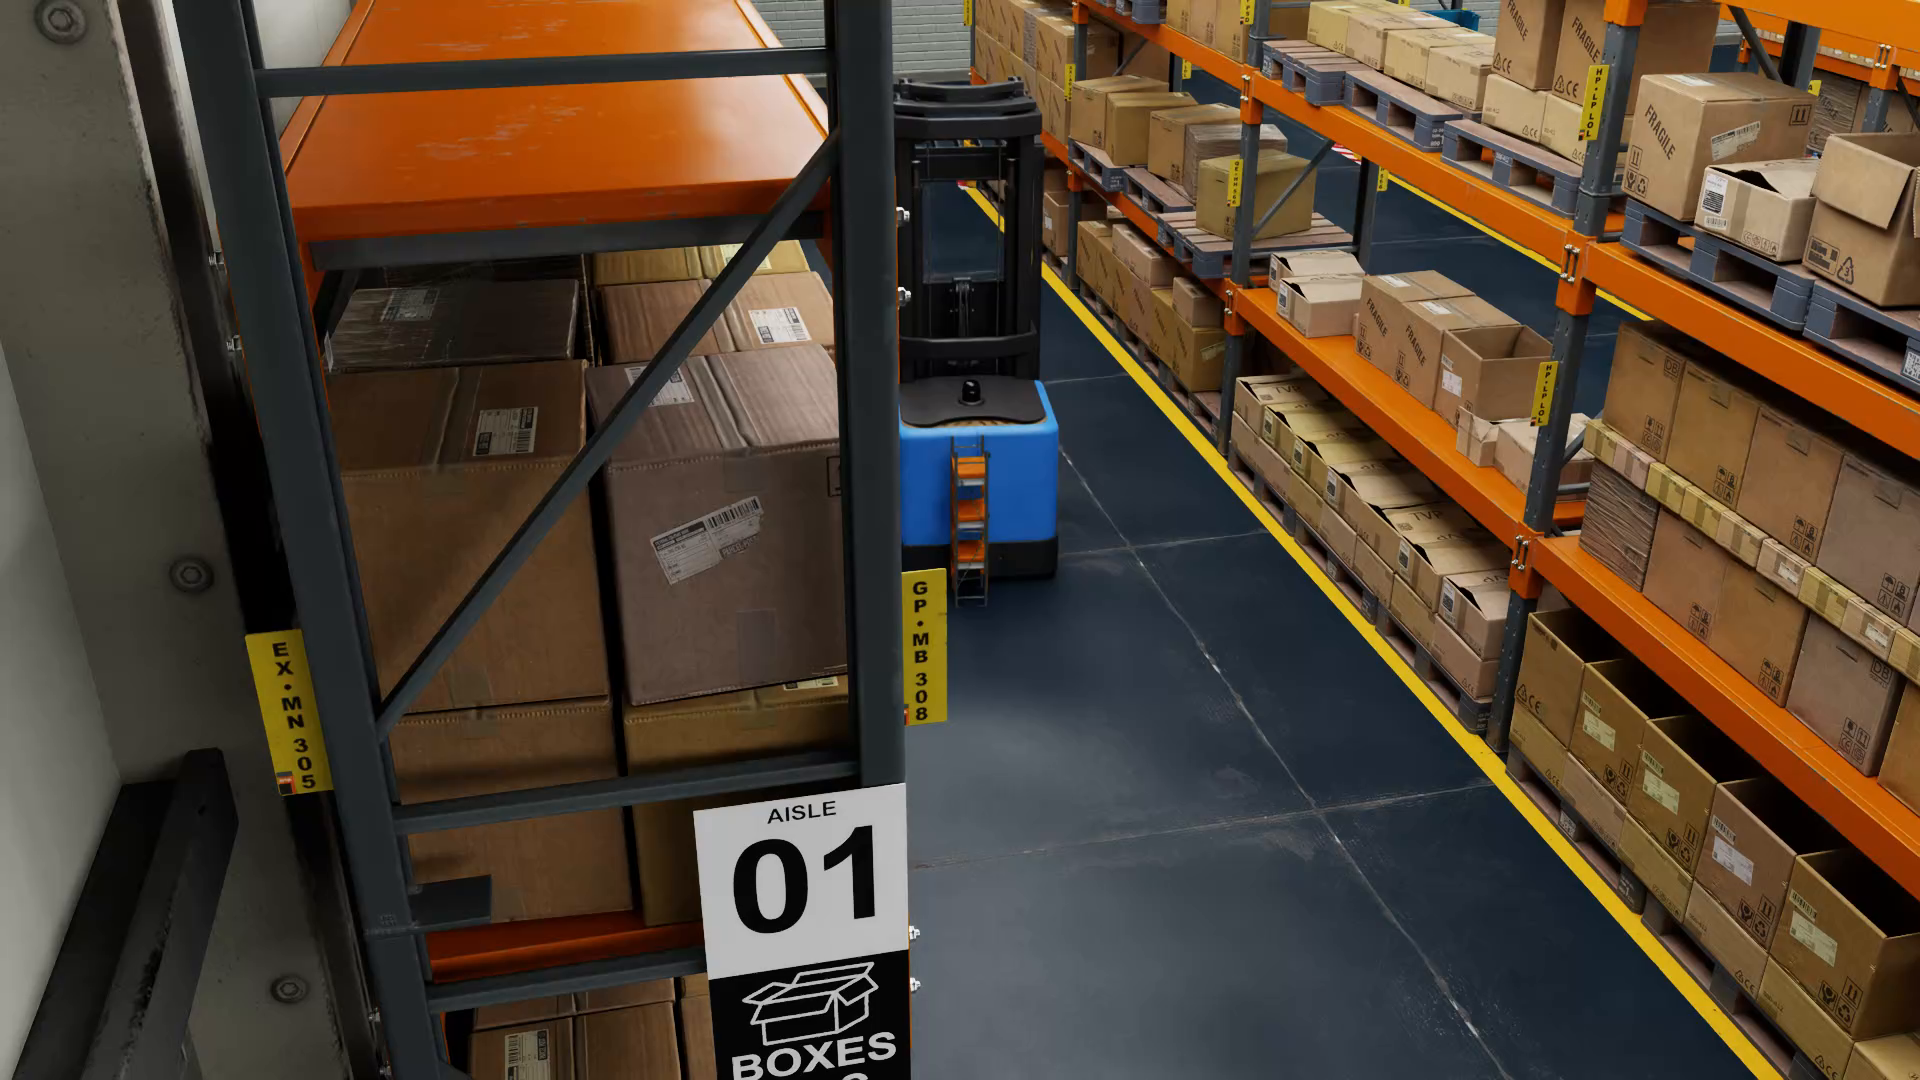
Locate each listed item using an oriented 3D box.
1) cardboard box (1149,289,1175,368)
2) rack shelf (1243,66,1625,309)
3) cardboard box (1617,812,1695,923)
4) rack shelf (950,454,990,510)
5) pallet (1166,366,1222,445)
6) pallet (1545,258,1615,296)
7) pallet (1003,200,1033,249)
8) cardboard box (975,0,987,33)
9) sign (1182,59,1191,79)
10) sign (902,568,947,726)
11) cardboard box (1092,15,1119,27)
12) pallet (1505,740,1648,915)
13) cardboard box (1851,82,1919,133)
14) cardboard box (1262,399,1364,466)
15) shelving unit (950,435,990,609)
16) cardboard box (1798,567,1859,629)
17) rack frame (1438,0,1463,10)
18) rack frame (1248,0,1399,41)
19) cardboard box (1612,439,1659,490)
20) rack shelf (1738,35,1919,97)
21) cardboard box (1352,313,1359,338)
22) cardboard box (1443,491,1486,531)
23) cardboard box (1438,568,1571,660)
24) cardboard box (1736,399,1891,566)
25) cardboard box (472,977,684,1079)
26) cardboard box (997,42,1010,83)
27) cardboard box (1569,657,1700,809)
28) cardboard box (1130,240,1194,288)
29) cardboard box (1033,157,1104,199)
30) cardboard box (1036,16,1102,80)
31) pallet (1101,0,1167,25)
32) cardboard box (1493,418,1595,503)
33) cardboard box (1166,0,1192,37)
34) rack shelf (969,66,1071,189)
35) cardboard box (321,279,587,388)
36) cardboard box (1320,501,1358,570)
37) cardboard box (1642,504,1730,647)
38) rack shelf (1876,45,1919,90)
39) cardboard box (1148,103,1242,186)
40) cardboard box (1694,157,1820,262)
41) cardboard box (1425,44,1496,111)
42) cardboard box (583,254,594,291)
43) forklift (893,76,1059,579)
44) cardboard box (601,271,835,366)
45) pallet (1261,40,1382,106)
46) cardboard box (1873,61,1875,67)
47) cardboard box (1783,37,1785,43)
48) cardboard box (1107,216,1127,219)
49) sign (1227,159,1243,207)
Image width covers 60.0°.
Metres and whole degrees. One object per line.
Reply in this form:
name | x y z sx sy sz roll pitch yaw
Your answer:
cardboard box | 1.865 -1.725 13.472 0.500 0.500 0.500 -7 28 -13
rack shelf | 2.871 -2.171 9.538 1.077 0.370 4.000 -6 27 -12
cardboard box | 3.346 1.440 7.501 0.500 0.250 0.500 -6 27 -12
rack shelf | 0.057 -0.350 10.019 0.215 0.259 0.240 -2 27 -5
pallet | 2.289 -1.118 13.076 1.003 0.211 1.213 -6 27 -12
pallet | 6.479 -2.700 16.212 1.003 0.211 1.213 -6 27 -12
pallet | 1.087 -3.380 17.559 1.003 0.211 1.213 -6 27 -12
cardboard box | 0.461 -5.812 18.062 0.500 0.500 0.500 -5 27 -10
sign | 2.059 -4.362 15.124 0.100 0.325 0.005 -6 27 -12
sign | -0.074 0.201 3.070 0.100 0.325 0.005 -6 27 -12
cardboard box | 1.570 -4.740 15.937 0.500 0.500 0.500 -7 28 -13
pallet | 3.460 1.323 8.240 1.003 0.211 1.213 -6 27 -12
cardboard box | 10.898 -4.723 19.017 0.875 0.875 0.875 -6 27 -12
cardboard box | 2.379 -0.752 11.220 0.500 0.311 0.500 -7 28 -13
shelving unit | 0.057 -0.106 10.142 0.215 1.050 0.252 -2 27 -5
cardboard box | 3.546 0.208 6.524 0.380 0.149 0.250 -6 27 -12
rack frame | 5.444 -6.044 19.742 1.000 3.000 0.127 -6 27 -12
rack frame | 2.420 -4.709 10.439 1.000 3.000 0.127 -6 27 -12
cardboard box | 3.250 -0.361 7.652 0.380 0.149 0.250 -6 27 -11
rack shelf | 10.721 -5.348 19.162 1.077 0.370 4.000 -6 27 -12
cardboard box | 2.763 -1.365 10.750 0.380 0.149 0.250 -4 27 -8
cardboard box | 3.246 -0.139 10.006 0.500 0.311 0.500 -7 28 -13
cardboard box | 2.951 0.366 9.005 0.500 0.311 0.500 -6 27 -12
cardboard box | 3.655 -0.263 6.738 0.700 0.500 0.500 -6 27 -12
cardboard box | -1.019 1.302 4.500 0.500 0.500 0.500 -6 27 -11
cardboard box | 0.692 -4.919 17.403 0.500 0.500 0.500 -6 27 -12
cardboard box | 3.242 0.885 7.768 0.500 0.500 0.500 -6 27 -12
cardboard box | 1.729 -2.306 13.790 0.500 0.250 0.500 -6 27 -13
cardboard box | 1.090 -3.693 17.367 0.797 0.503 0.637 -6 27 -12
cardboard box | 1.035 -4.698 15.855 0.500 0.500 0.500 -6 27 -13
pallet | 1.834 -4.294 13.154 1.213 0.211 1.003 -6 27 -12
cardboard box | 3.168 -0.420 8.765 0.500 0.250 0.500 -4 27 -8
cardboard box | 2.057 -4.055 12.361 0.910 0.500 0.500 -6 27 -12
rack shelf | 1.068 -4.344 17.172 1.077 0.370 4.000 -6 27 -12
cardboard box | -1.088 -0.254 3.700 0.500 0.500 0.500 -4 27 -8
cardboard box | 2.605 -0.058 10.467 0.500 0.250 0.500 -5 27 -11
cardboard box | 3.553 0.106 7.447 0.700 0.500 0.500 -6 27 -12
rack shelf | 7.698 -2.672 10.531 1.077 0.370 4.000 -6 27 -12
cardboard box | 1.977 -3.250 13.629 0.700 0.500 0.500 -13 30 -25
cardboard box | 3.300 -1.339 6.569 0.500 0.311 0.500 -7 28 -14
cardboard box | 2.951 -2.580 9.251 0.500 0.250 0.500 -8 28 -16
cardboard box | -1.047 -0.743 5.777 0.500 0.500 0.500 -8 28 -16
forklift | -0.031 -1.688 11.188 1.130 2.935 3.031 -2 27 -5
cardboard box | -0.516 -0.272 3.735 0.500 0.500 0.500 -6 27 -12
pallet | 2.660 -2.997 10.585 1.213 0.211 1.003 -5 27 -9
cardboard box | 10.493 -5.344 18.633 0.380 0.149 0.250 -6 27 -12
cardboard box | 10.146 -6.021 19.975 0.380 0.149 0.250 -7 28 -13
cardboard box | 1.635 -2.989 16.185 0.500 0.311 0.500 -6 27 -12
sign | 1.894 -2.453 11.431 0.100 0.325 0.005 -6 27 -12
